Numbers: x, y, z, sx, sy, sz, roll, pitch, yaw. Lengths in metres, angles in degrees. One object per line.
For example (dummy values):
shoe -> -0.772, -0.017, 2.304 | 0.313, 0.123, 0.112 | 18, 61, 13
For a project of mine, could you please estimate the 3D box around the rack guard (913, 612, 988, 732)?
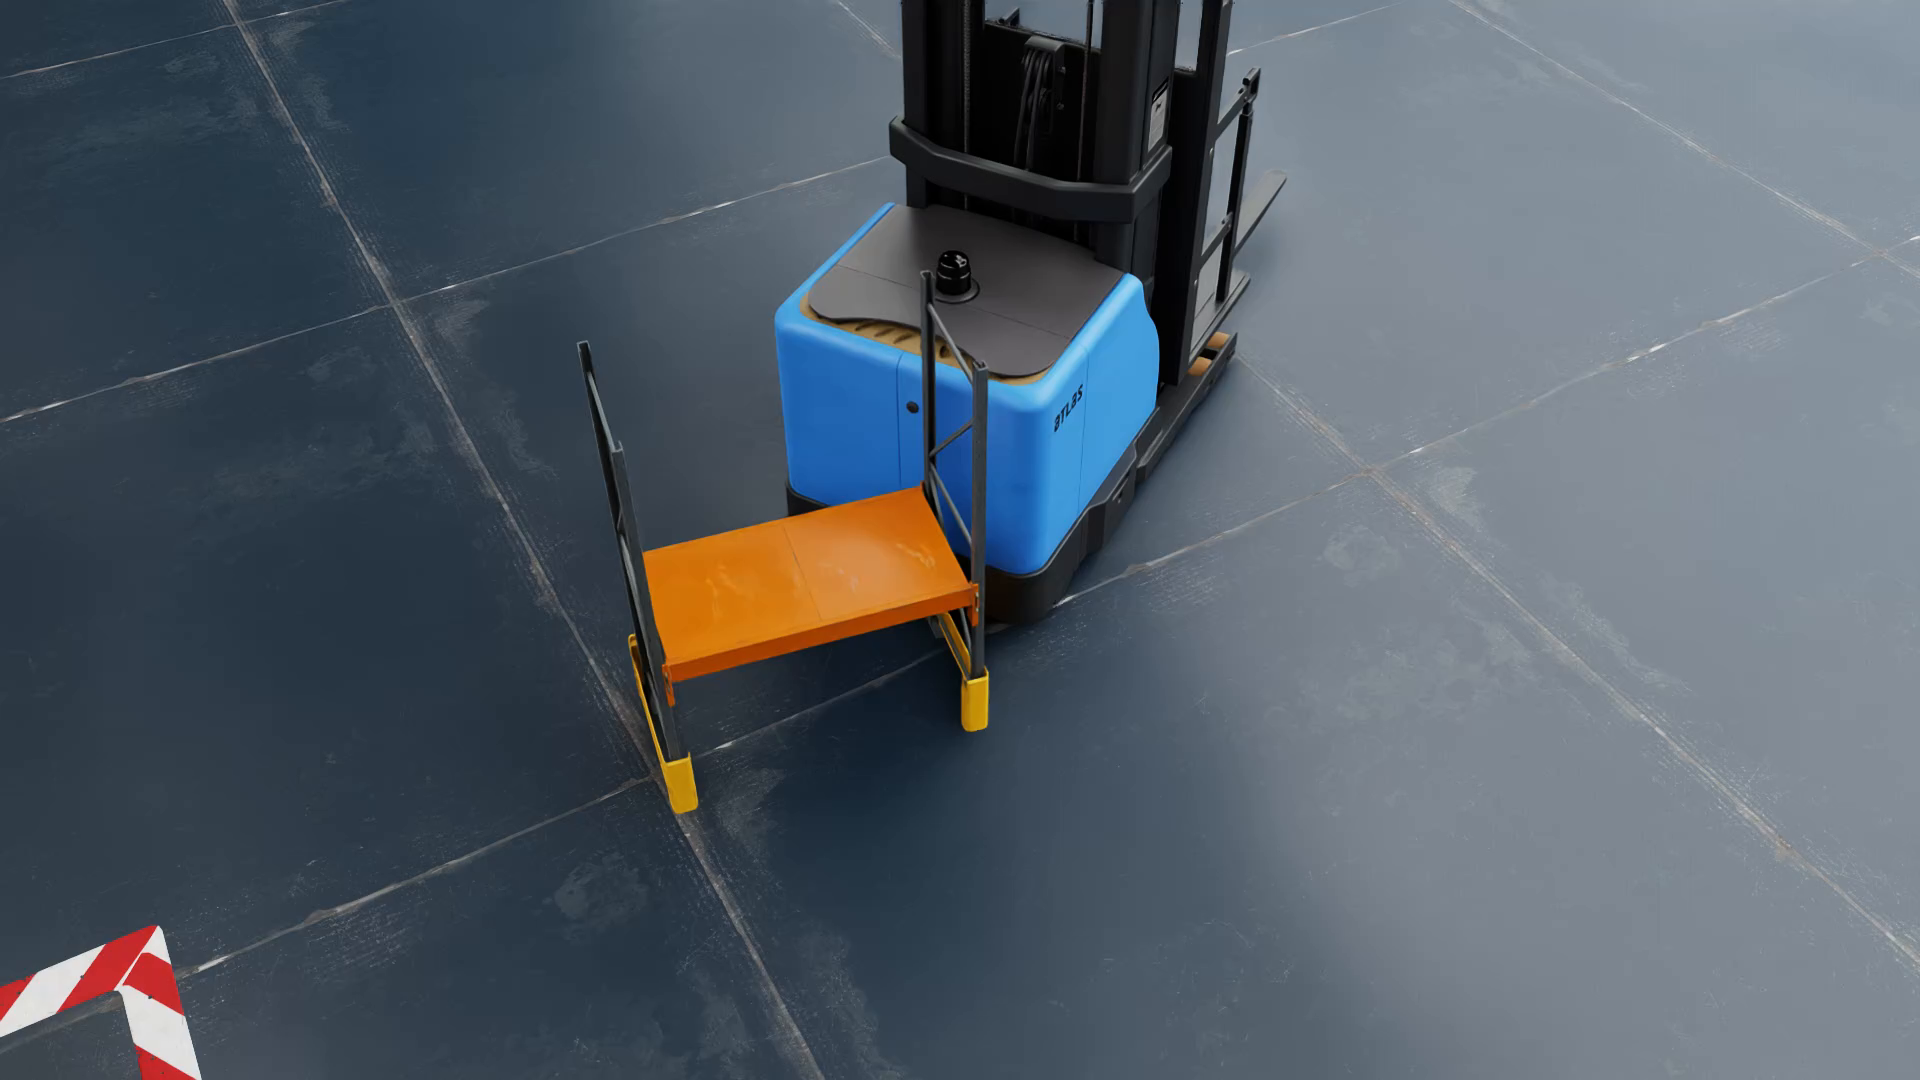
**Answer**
rack guard -> -0.038, 0.358, 5.701 | 0.087, 0.250, 0.587 | -14, 46, -14

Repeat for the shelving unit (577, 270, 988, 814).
shelving unit -> -0.507, 0.027, 5.145 | 1.083, 1.500, 0.587 | -14, 46, -14

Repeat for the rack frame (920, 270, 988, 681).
rack frame -> -0.020, -0.095, 5.271 | 0.032, 1.500, 0.500 | -14, 46, -14

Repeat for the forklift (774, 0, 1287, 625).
forklift -> 0.504, -1.776, 5.976 | 1.130, 2.935, 3.031 | 20, 48, 20

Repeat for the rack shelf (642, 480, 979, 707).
rack shelf -> -0.499, 0.154, 5.273 | 1.000, 0.185, 0.538 | -14, 46, -14

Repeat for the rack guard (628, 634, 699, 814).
rack guard -> -0.976, 0.593, 5.460 | 0.087, 0.250, 0.587 | -14, 46, -14

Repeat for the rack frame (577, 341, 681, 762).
rack frame -> -0.977, 0.145, 5.024 | 0.032, 1.500, 0.500 | -14, 46, -14
